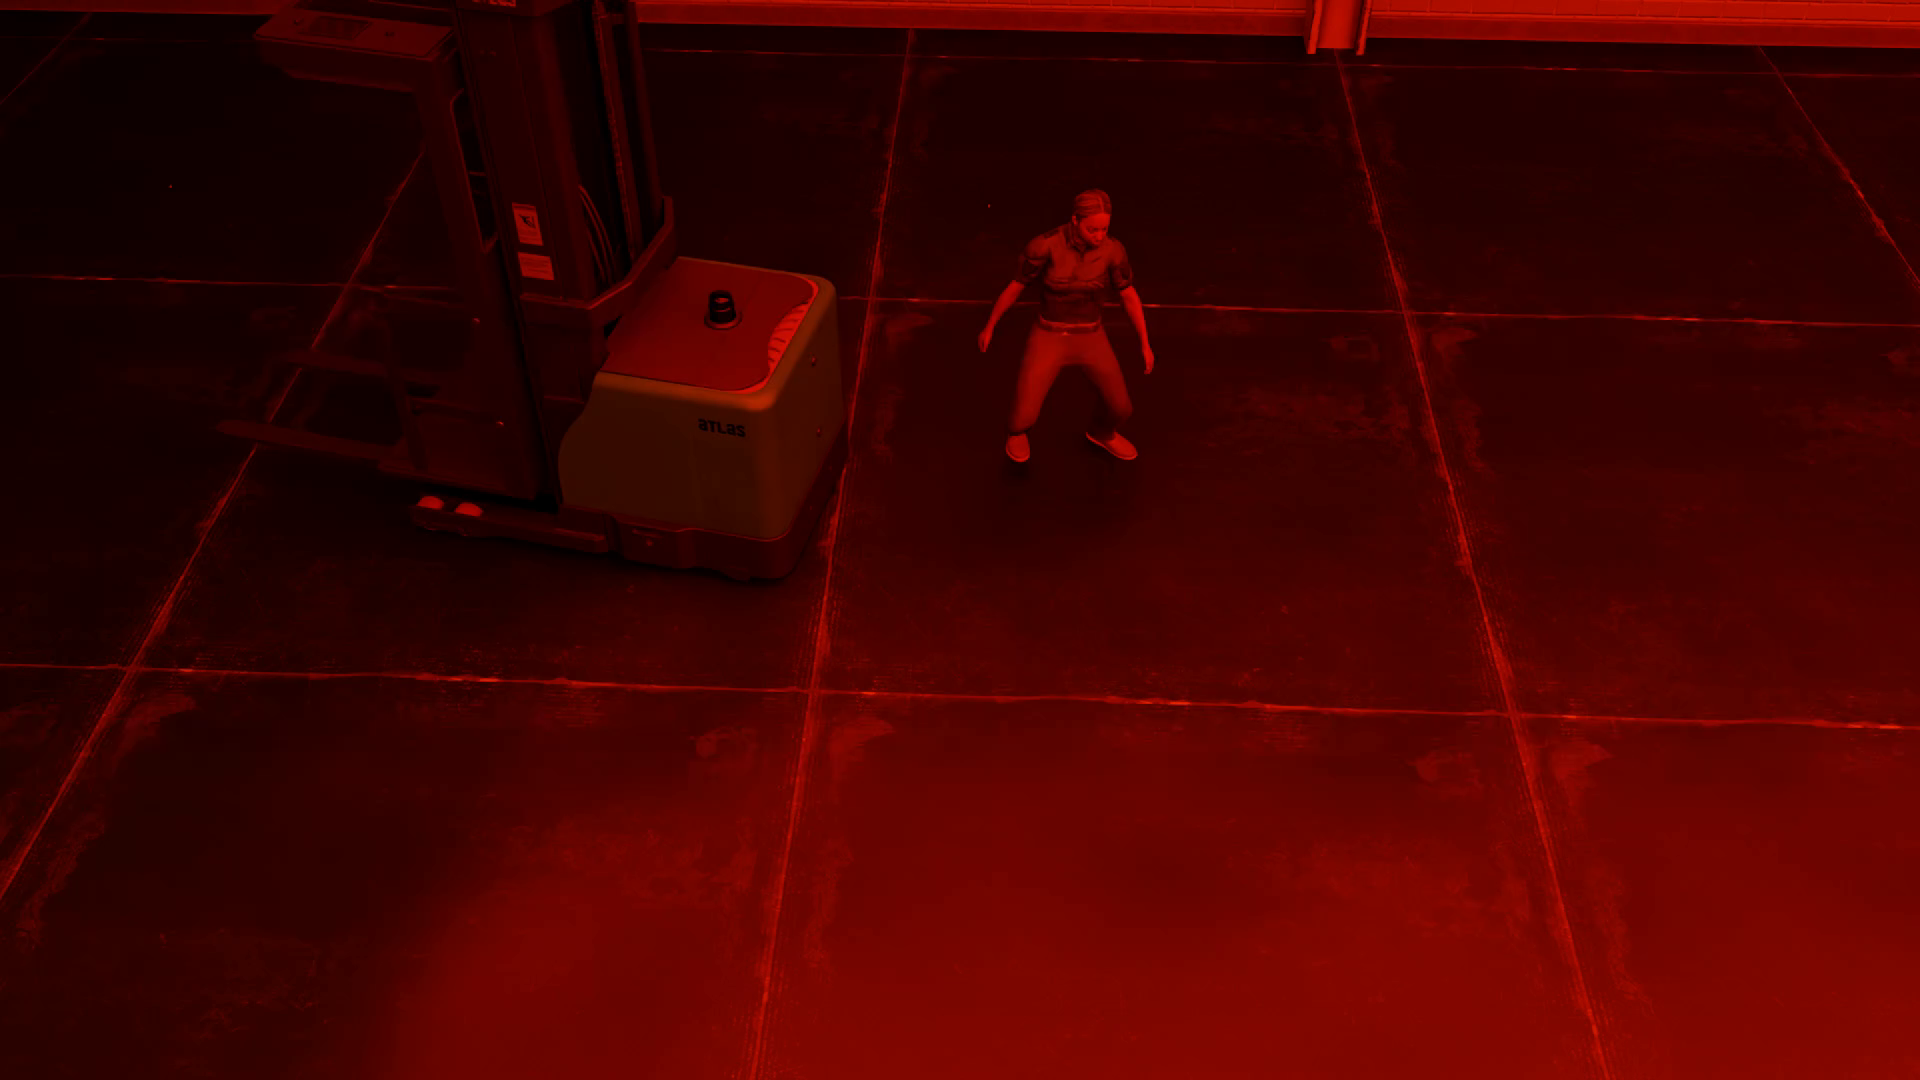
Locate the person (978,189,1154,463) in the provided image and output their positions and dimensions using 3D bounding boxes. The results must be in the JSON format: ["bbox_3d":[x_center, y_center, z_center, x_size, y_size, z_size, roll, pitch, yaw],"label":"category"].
[{"bbox_3d":[0.497,-0.990,7.855,0.822,1.573,0.364,-2,42,-2],"label":"person"}]

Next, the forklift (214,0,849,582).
[{"bbox_3d":[-2.128,-1.430,7.308,3.031,2.935,1.130,10,43,11],"label":"forklift"}]
